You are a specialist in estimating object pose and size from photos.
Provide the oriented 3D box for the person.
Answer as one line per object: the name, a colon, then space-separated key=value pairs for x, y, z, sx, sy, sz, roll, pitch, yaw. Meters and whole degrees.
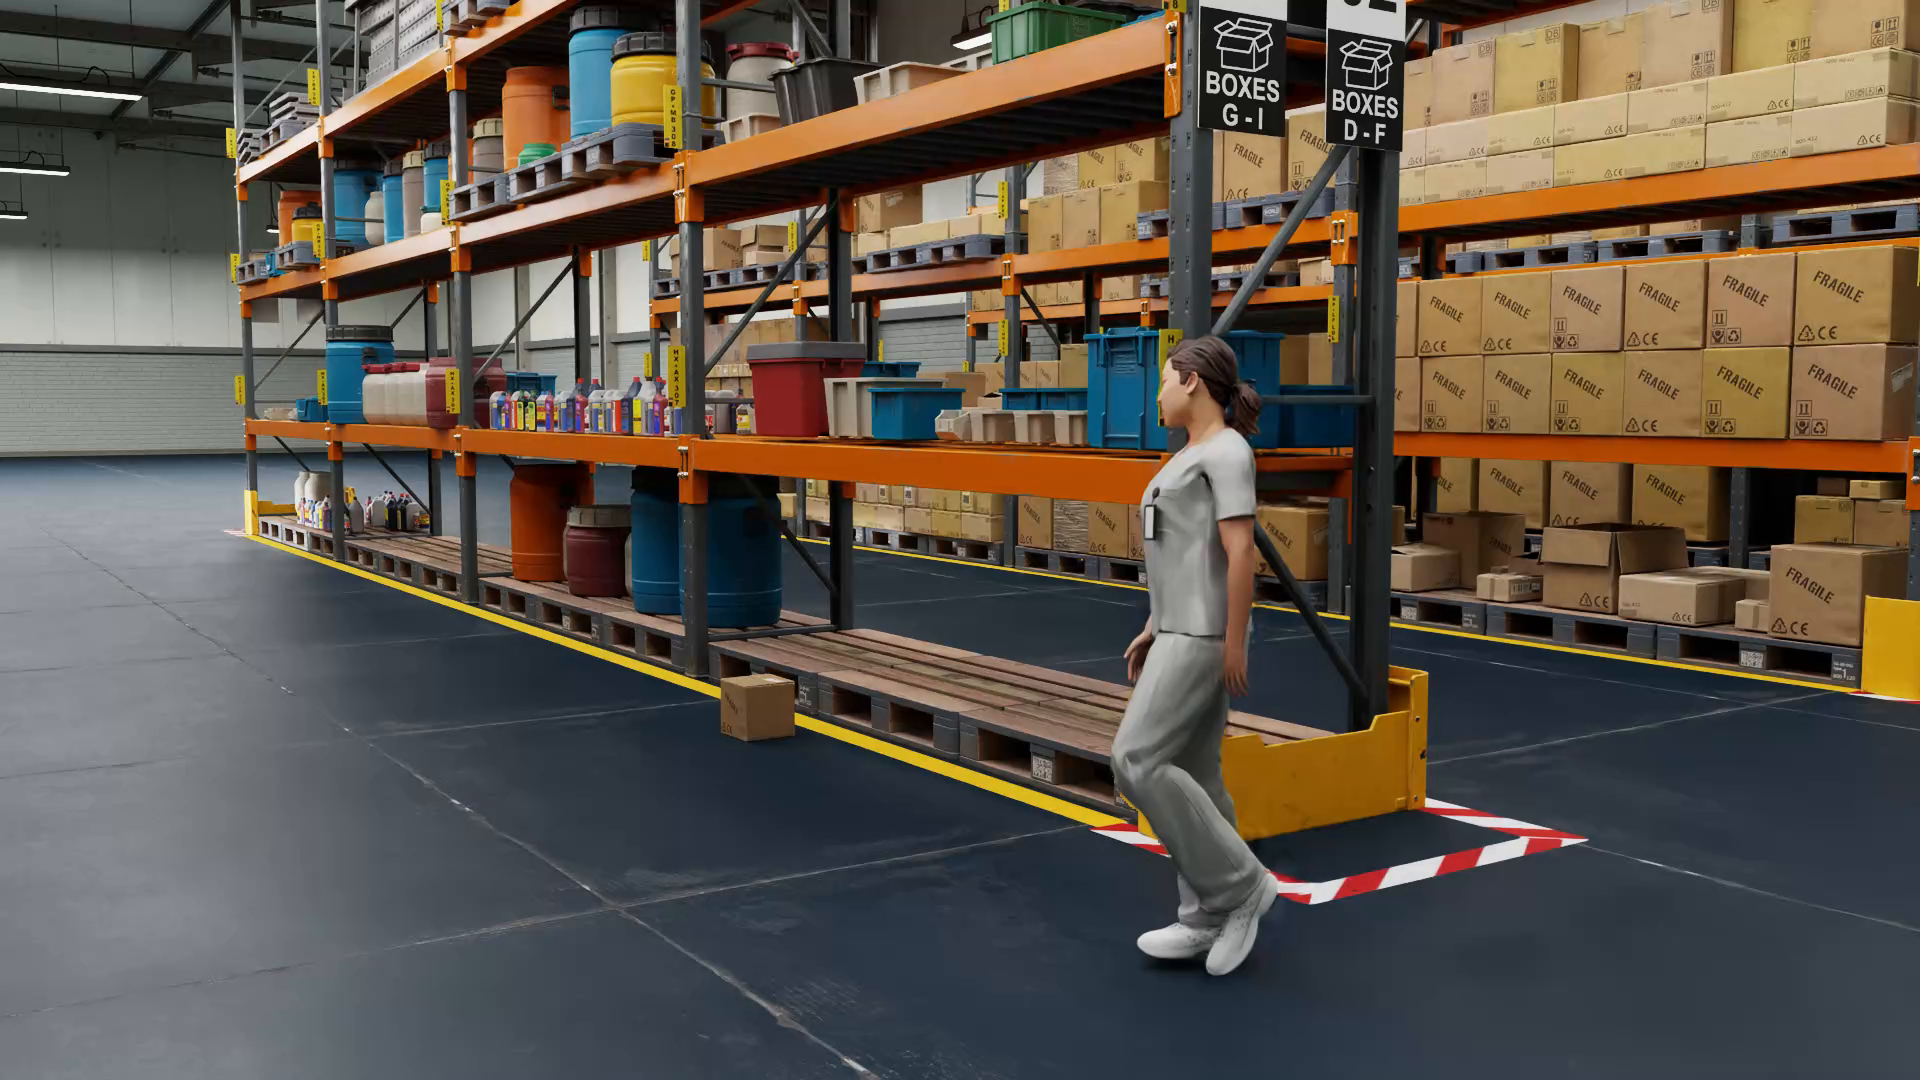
person: x=0.604 y=0.284 z=4.457 sx=0.440 sy=1.659 sz=0.500 roll=0 pitch=5 yaw=-3
